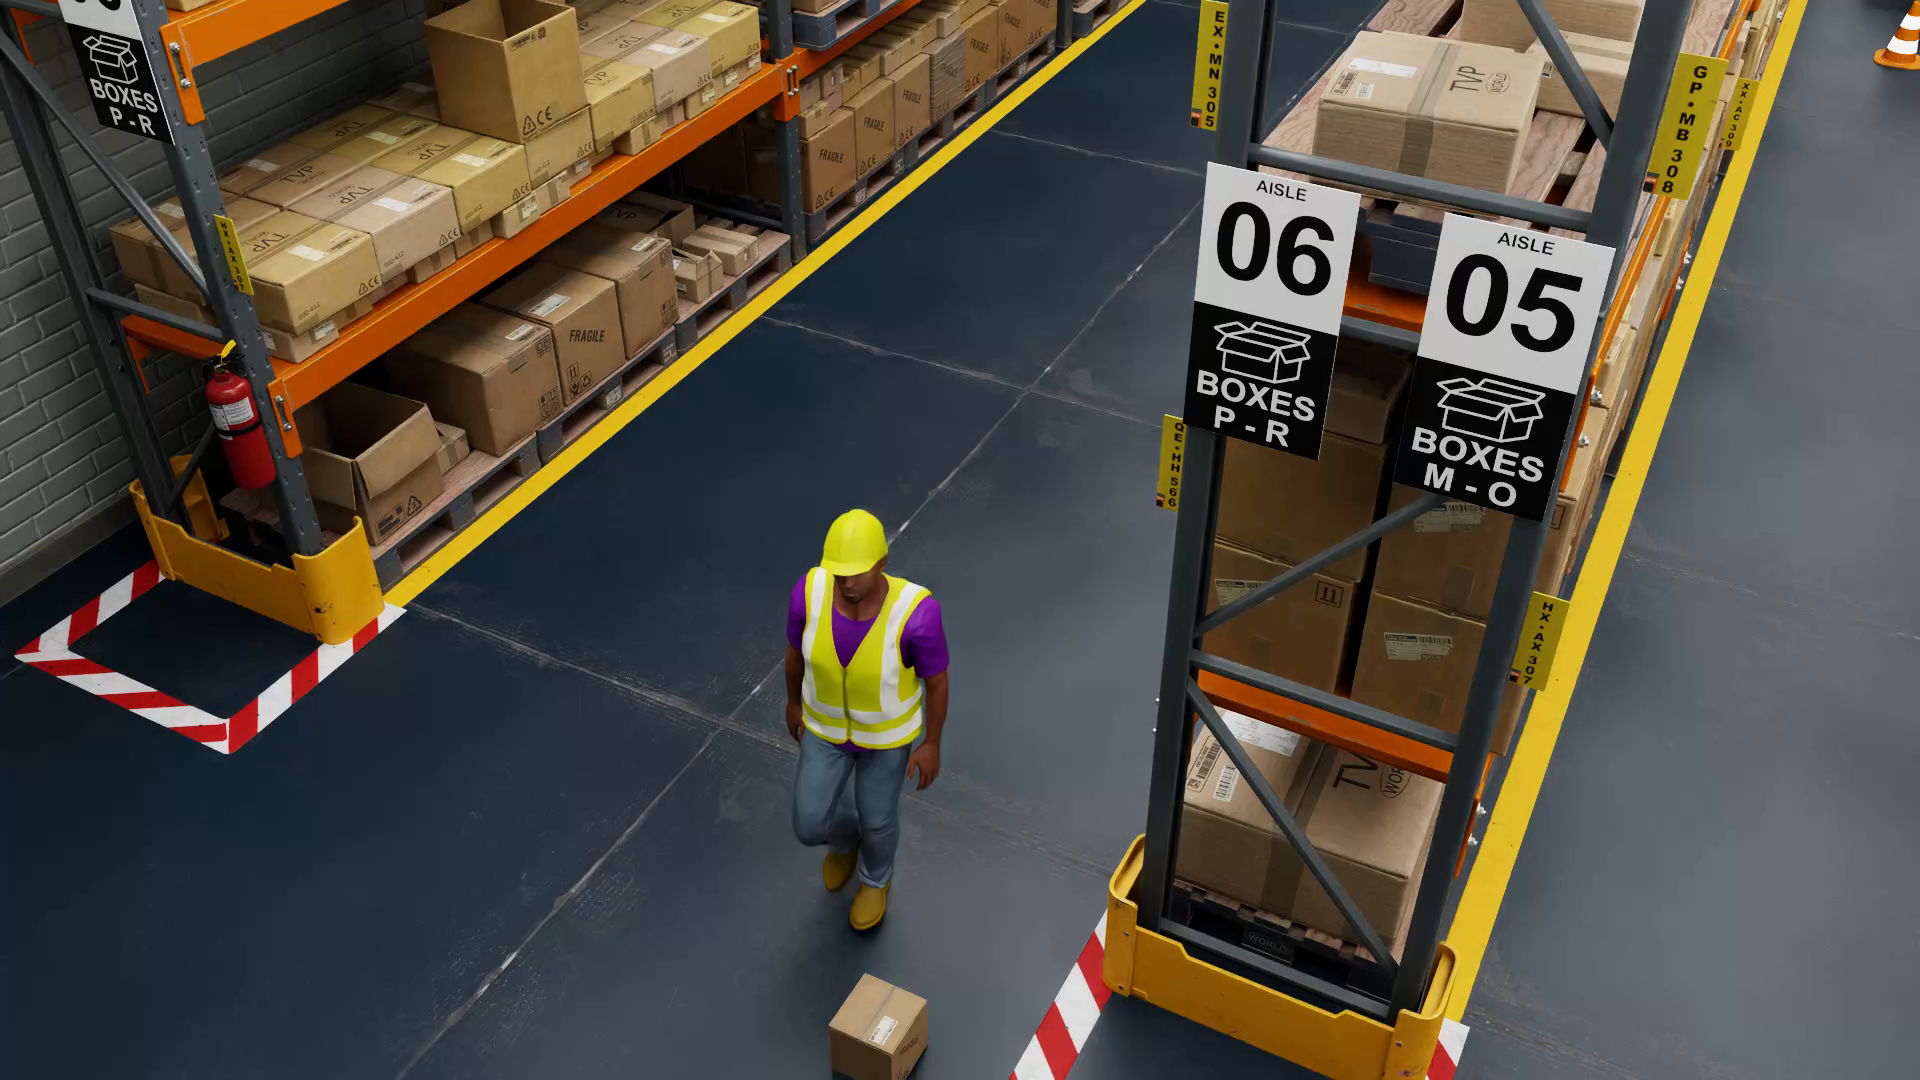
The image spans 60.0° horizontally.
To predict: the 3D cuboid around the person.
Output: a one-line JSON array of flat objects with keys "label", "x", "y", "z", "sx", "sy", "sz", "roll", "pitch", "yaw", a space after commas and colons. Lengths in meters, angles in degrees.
[{"label": "person", "x": -0.356, "y": 0.680, "z": 5.831, "sx": 0.620, "sy": 1.770, "sz": 0.469, "roll": 8, "pitch": 39, "yaw": 11}]
